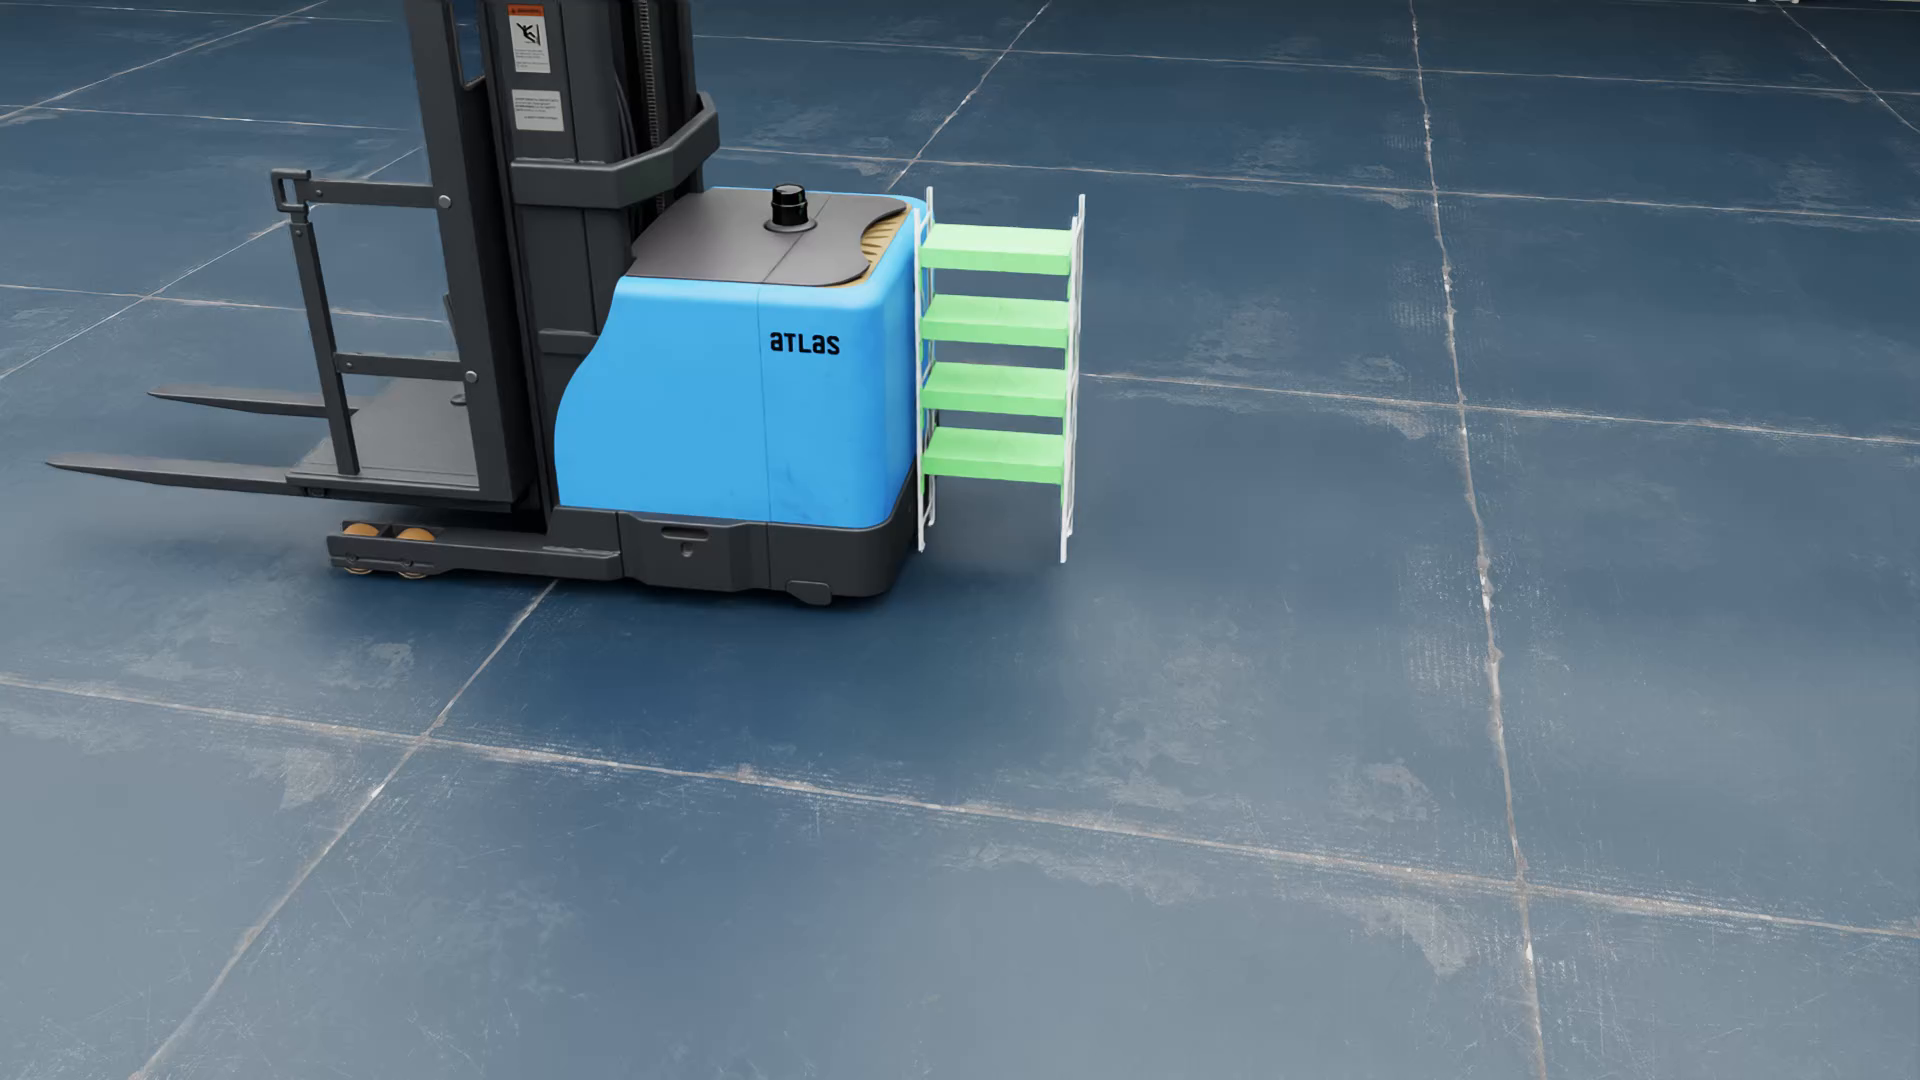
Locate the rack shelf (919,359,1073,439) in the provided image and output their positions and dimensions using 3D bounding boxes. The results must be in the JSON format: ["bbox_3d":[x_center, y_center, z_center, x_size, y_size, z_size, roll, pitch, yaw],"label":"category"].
[{"bbox_3d":[0.126,-0.468,5.489,0.480,0.148,0.258,5,29,8],"label":"rack shelf"}]

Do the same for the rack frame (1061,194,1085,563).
[{"bbox_3d":[0.366,-0.505,5.424,0.015,1.200,0.240,5,29,8],"label":"rack frame"}]

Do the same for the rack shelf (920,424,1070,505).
[{"bbox_3d":[0.126,-0.258,5.604,0.480,0.148,0.258,5,29,8],"label":"rack shelf"}]

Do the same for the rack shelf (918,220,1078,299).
[{"bbox_3d":[0.126,-0.889,5.259,0.480,0.148,0.258,5,29,8],"label":"rack shelf"}]

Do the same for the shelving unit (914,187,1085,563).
[{"bbox_3d":[0.126,-0.524,5.459,0.503,1.200,0.258,5,29,8],"label":"shelving unit"}]

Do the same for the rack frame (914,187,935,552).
[{"bbox_3d":[-0.115,-0.544,5.493,0.015,1.200,0.240,5,29,8],"label":"rack frame"}]

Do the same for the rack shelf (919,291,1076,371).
[{"bbox_3d":[0.126,-0.679,5.374,0.480,0.148,0.258,5,29,8],"label":"rack shelf"}]

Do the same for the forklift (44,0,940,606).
[{"bbox_3d":[-1.638,-1.400,5.255,3.031,2.935,1.130,5,29,8],"label":"forklift"}]
